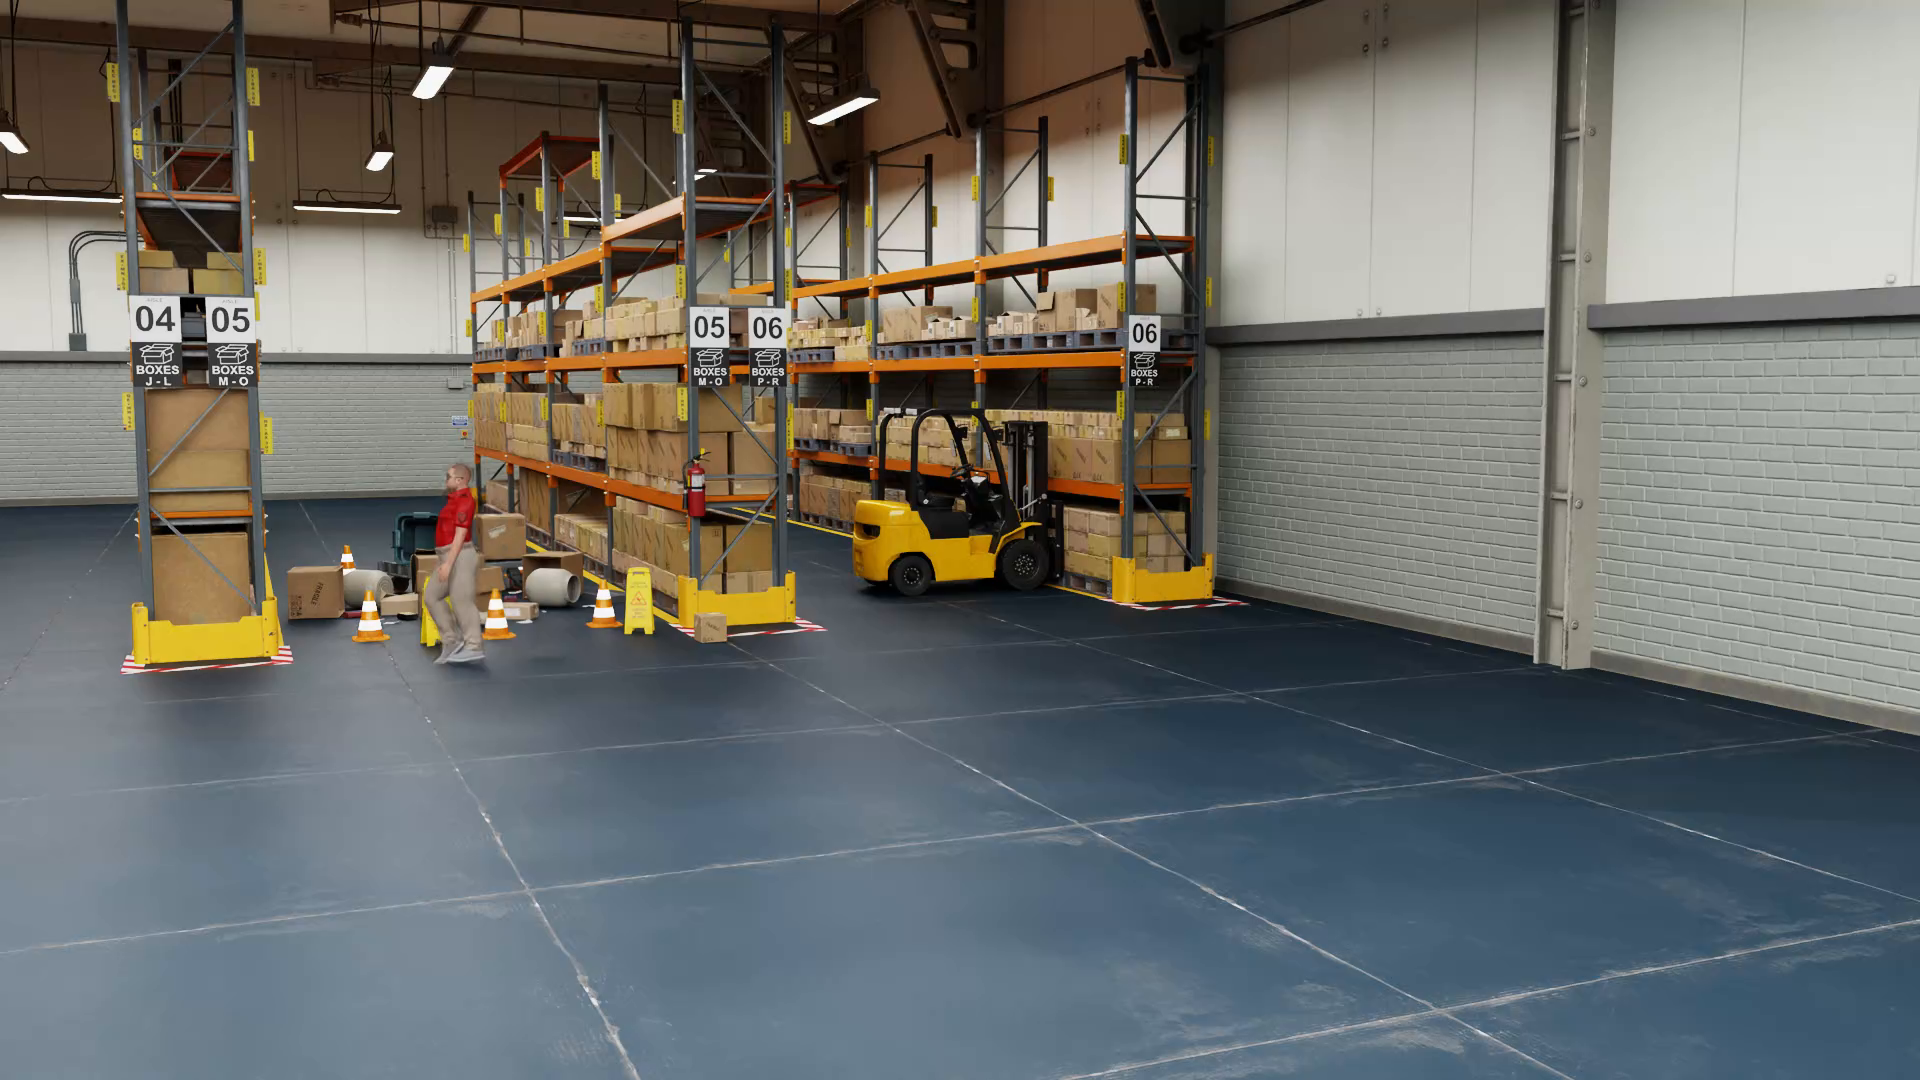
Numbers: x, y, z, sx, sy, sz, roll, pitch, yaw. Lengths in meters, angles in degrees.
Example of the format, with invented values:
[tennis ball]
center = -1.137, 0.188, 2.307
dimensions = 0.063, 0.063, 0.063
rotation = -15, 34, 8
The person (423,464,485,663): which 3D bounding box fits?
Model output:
[person]
center = -4.393, 0.238, 14.461
dimensions = 0.446, 1.792, 0.530
rotation = -2, 6, -25
